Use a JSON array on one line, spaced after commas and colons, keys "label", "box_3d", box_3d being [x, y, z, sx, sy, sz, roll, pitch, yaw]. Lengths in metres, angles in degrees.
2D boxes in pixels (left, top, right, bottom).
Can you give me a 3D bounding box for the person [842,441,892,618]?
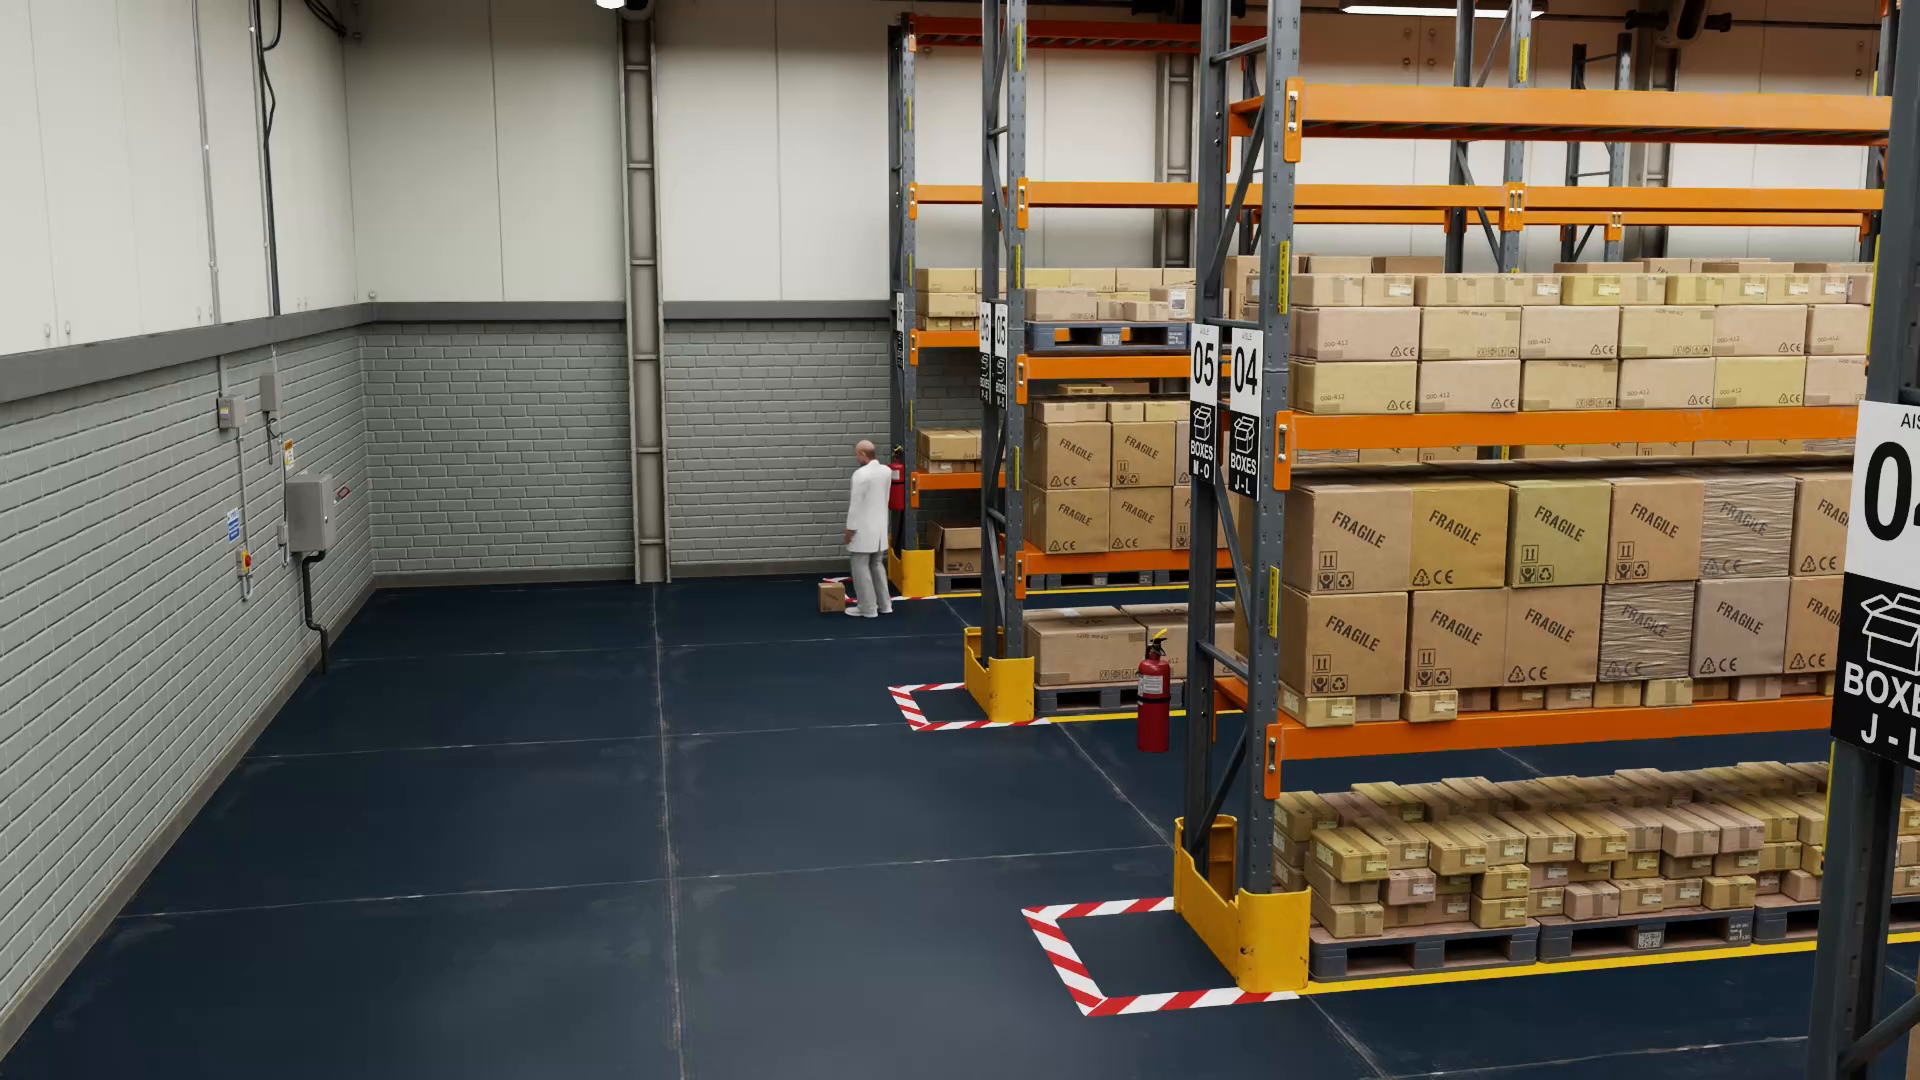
[{"label": "person", "box_3d": [-0.939, -0.114, 16.664, 0.377, 1.772, 0.564, 6, 11, 33]}]
